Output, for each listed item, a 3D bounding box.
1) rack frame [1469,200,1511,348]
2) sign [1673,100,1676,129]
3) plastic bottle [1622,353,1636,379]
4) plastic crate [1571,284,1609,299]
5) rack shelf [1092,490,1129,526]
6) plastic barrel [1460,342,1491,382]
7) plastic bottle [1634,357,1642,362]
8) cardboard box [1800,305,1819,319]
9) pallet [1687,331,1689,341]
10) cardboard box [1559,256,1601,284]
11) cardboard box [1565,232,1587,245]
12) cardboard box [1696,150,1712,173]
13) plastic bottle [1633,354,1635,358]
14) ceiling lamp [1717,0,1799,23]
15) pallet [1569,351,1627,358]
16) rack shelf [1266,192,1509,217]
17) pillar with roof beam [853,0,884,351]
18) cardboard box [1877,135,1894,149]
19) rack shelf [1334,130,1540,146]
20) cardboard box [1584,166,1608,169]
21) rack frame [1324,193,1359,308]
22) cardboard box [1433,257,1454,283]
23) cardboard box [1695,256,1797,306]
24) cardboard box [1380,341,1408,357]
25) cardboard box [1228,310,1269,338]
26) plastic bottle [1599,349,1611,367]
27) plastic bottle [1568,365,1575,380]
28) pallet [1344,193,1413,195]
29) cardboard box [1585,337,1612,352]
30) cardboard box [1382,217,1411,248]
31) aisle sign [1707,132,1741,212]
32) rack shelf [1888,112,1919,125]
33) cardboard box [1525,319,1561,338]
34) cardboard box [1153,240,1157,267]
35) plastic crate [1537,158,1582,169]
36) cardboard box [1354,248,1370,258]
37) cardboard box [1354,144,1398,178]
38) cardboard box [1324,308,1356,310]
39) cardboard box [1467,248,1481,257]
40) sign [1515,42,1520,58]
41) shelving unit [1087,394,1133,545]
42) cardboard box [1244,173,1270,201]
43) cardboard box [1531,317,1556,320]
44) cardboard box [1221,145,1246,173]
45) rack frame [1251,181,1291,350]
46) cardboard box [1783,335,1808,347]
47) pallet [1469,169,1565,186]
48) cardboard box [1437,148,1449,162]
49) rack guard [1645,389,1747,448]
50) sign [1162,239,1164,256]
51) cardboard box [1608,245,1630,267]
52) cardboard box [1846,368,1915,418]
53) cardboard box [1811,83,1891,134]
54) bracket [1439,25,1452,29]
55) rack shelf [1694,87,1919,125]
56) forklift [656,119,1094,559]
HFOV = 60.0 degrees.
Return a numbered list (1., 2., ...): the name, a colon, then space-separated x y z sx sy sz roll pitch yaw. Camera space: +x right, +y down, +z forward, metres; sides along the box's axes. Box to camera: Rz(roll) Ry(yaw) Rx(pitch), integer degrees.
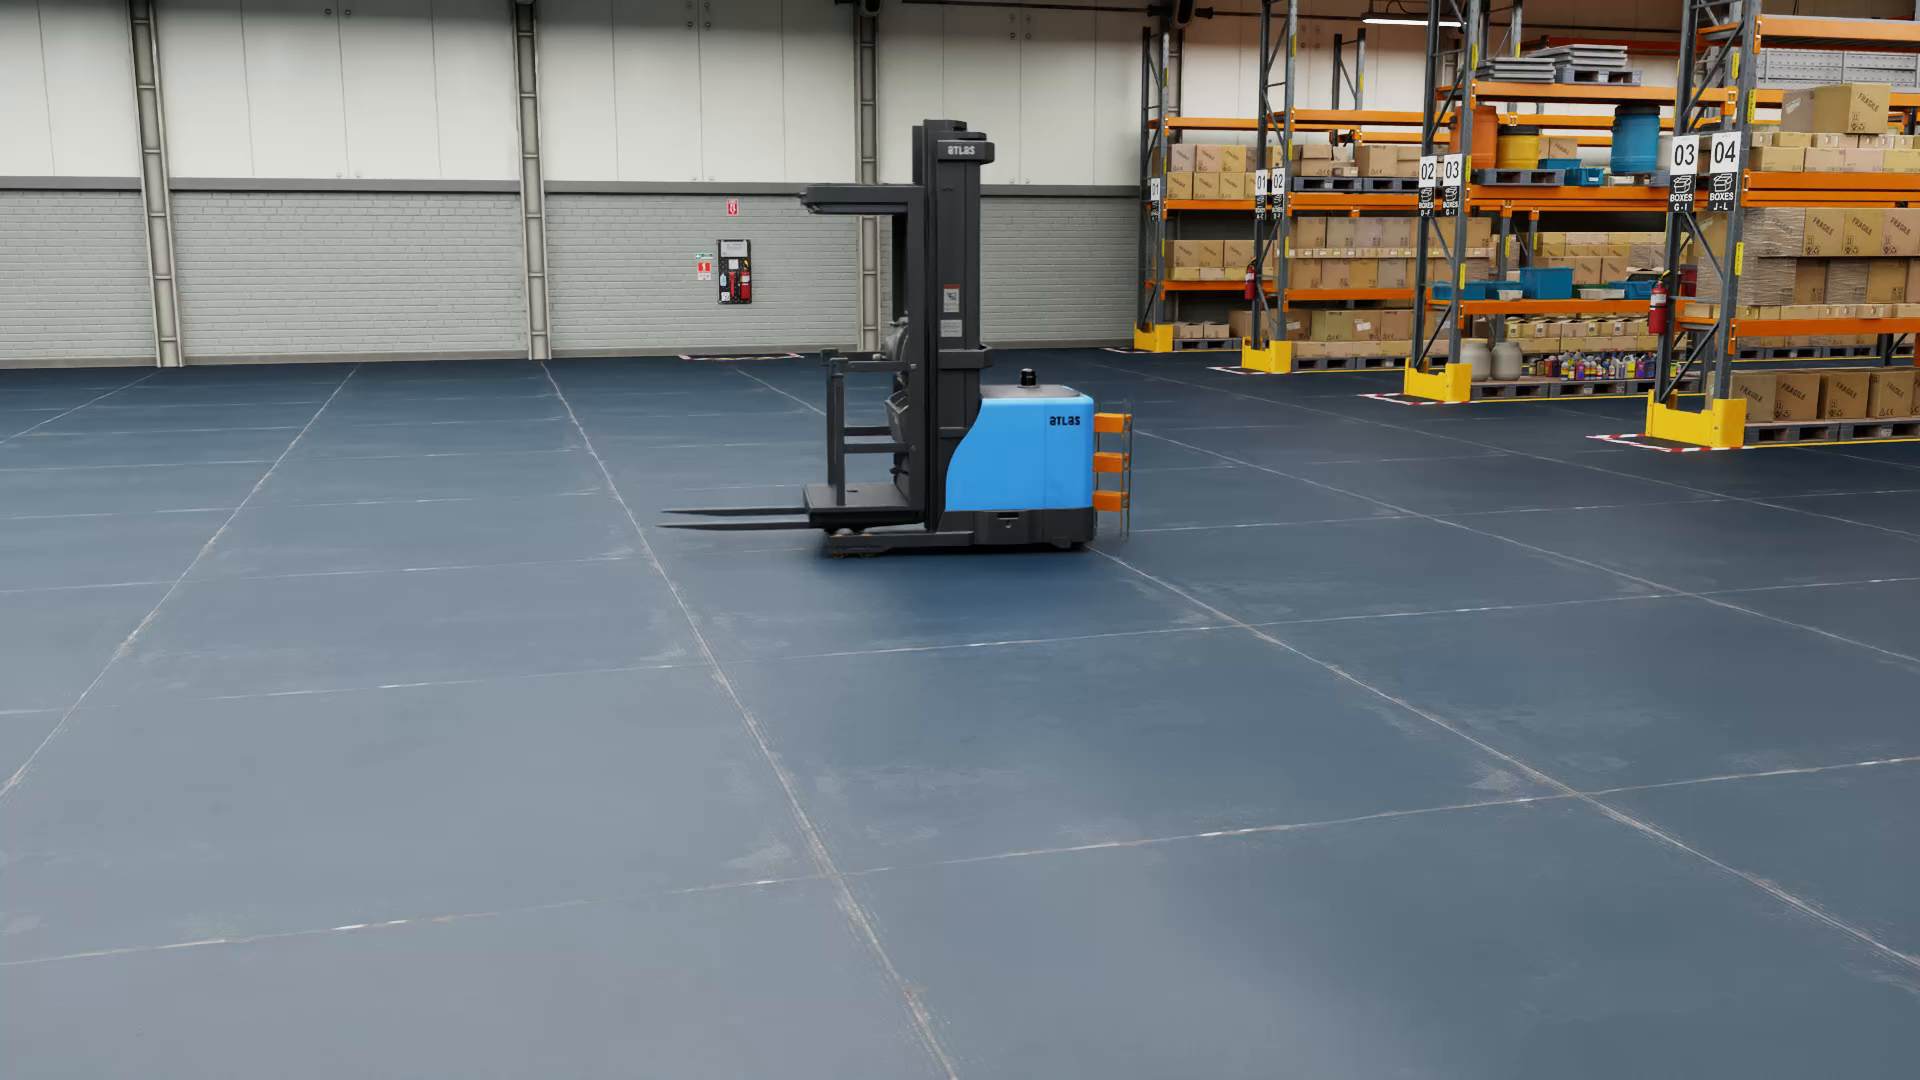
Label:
1. rack frame: 8.854 -4.459 27.980 0.127 3.000 1.000 -3 11 -16
2. sign: 7.643 -4.542 17.703 0.005 0.325 0.100 -3 11 -16
3. plastic bottle: 9.203 -2.402 22.911 0.185 0.351 0.144 -3 11 -16
4. plastic crate: 8.853 -3.473 23.215 0.662 0.188 0.450 -3 11 -16
5. rack shelf: 1.071 -0.225 11.955 0.240 0.259 0.215 5 12 22
6. plastic barrel: 7.005 -2.424 22.643 0.421 0.512 0.421 0 10 0
7. plastic bottle: 9.447 -2.406 23.140 0.135 0.276 0.152 -3 11 -16
8. cardboard box: 8.843 -2.419 17.595 0.250 0.149 0.380 -3 11 -16
9. pallet: 14.427 -4.301 34.825 1.213 0.211 1.003 -3 11 -16
10. cardboard box: 10.583 -4.596 28.450 0.500 0.500 0.500 -3 11 -16
11. cardboard box: 12.330 -6.102 33.681 0.500 0.250 0.500 -3 11 -17
12. cardboard box: 8.171 -4.004 17.640 0.500 0.250 0.500 -3 11 -15
13. plastic bottle: 9.534 -2.498 23.619 0.133 0.283 0.061 -3 11 -16
14. ceiling lamp: 15.130 -11.016 30.905 2.000 3.185 0.800 -3 11 -16
15. pallet: 10.724 -3.194 28.811 1.213 0.211 1.003 -3 11 -16
16. rack shelf: 6.934 -5.479 27.224 4.000 0.370 1.077 -3 11 -16
17. pillar with roof beam: -0.502 -7.201 26.309 0.548 9.000 9.100 -3 11 -16
18. cardboard box: 9.593 -4.186 17.527 0.250 0.149 0.380 -3 11 -17
19. rack shelf: 9.386 -7.821 32.765 4.000 0.370 1.077 -3 11 -16
20. cardboard box: 12.785 -7.359 33.959 0.500 0.500 0.700 -2 11 -13
21. rack frame: 7.466 -5.320 32.657 0.127 3.000 1.000 -3 11 -16
22. cardboard box: 7.925 -4.456 27.692 0.500 0.500 0.700 -3 11 -17
23. cardboard box: 8.315 -2.752 17.615 0.500 0.500 0.875 -3 11 -16
24. cardboard box: 7.031 -3.174 27.440 0.500 0.250 0.500 -3 11 -16
25. cardboard box: 5.581 -4.181 32.160 0.500 0.500 0.700 -4 11 -20
26. plastic bottle: 9.163 -2.533 23.620 0.185 0.351 0.144 -4 11 -18
27. plastic bottle: 8.322 -2.278 22.649 0.097 0.201 0.097 0 10 0
28. pallet: 8.088 -6.715 32.472 1.003 0.211 1.213 -3 11 -16
29. cardboard box: 10.787 -3.368 28.491 0.500 0.250 0.500 -3 11 -15
30. cardboard box: 6.984 -5.046 27.312 0.500 0.500 0.700 -3 11 -16
31. aisle sign: 7.803 -3.757 16.990 0.004 0.787 0.394 -3 11 -16
32. rack shelf: 18.456 -7.560 30.252 4.000 0.370 1.077 -3 11 -16
33. cardboard box: 9.803 -3.591 28.152 0.500 0.311 0.500 -3 11 -17
34. cardboard box: 4.019 -5.483 31.832 0.500 0.500 0.500 -3 11 -17
35. plastic crate: 8.141 -5.011 22.741 0.575 0.384 0.392 -3 11 -16
36. cardboard box: 6.441 -4.659 27.003 0.250 0.149 0.380 -3 11 -18
37. cardboard box: 6.684 -6.092 26.748 0.500 0.500 0.500 -3 11 -16
38. cardboard box: 6.401 -3.611 27.741 0.500 0.500 0.500 -3 11 -16
39. cardboard box: 8.415 -4.764 27.569 0.250 0.149 0.380 -3 11 -17
40. sign: 8.986 -7.849 26.808 0.005 0.325 0.100 -3 11 -16
41. shelving unit: 1.075 -0.509 11.901 0.252 1.050 0.215 5 12 22
42. cardboard box: 5.548 -6.704 31.559 0.500 0.500 0.500 -2 11 -12
43. cardboard box: 10.140 -3.711 28.806 0.500 0.311 0.500 -3 11 -16
44. cardboard box: 5.048 -7.165 31.303 0.500 0.500 0.500 -3 11 -14
45. rack frame: 5.014 -4.256 26.881 0.127 3.000 1.000 -3 11 -16
46. cardboard box: 14.695 -3.701 29.552 0.500 0.500 0.500 -3 11 -18
47. pallet: 7.216 -4.802 22.083 1.213 0.211 1.003 -3 11 -16
48. cardboard box: 8.297 -6.279 27.760 0.500 0.500 0.500 -2 11 -11
49. rack guard: 7.852 -1.308 17.773 0.348 0.500 1.175 -3 11 -16
50. sign: 3.777 -5.449 30.967 0.005 0.325 0.100 -3 11 -16
51. cardboard box: 13.324 -5.785 34.032 0.500 0.500 0.500 -3 11 -14
52. cardboard box: 10.102 -1.625 18.332 0.500 0.500 0.500 -4 11 -21
53. cardboard box: 9.280 -4.479 17.326 0.500 0.500 0.500 -3 11 -16
54. bracket: 9.517 -10.244 32.898 0.430 0.232 0.235 -3 11 -16
55. rack shelf: 12.155 -6.098 23.410 4.000 0.370 1.077 -3 11 -16
56. forklift: -0.619 -1.416 11.645 3.031 2.935 1.130 -1 11 -8
